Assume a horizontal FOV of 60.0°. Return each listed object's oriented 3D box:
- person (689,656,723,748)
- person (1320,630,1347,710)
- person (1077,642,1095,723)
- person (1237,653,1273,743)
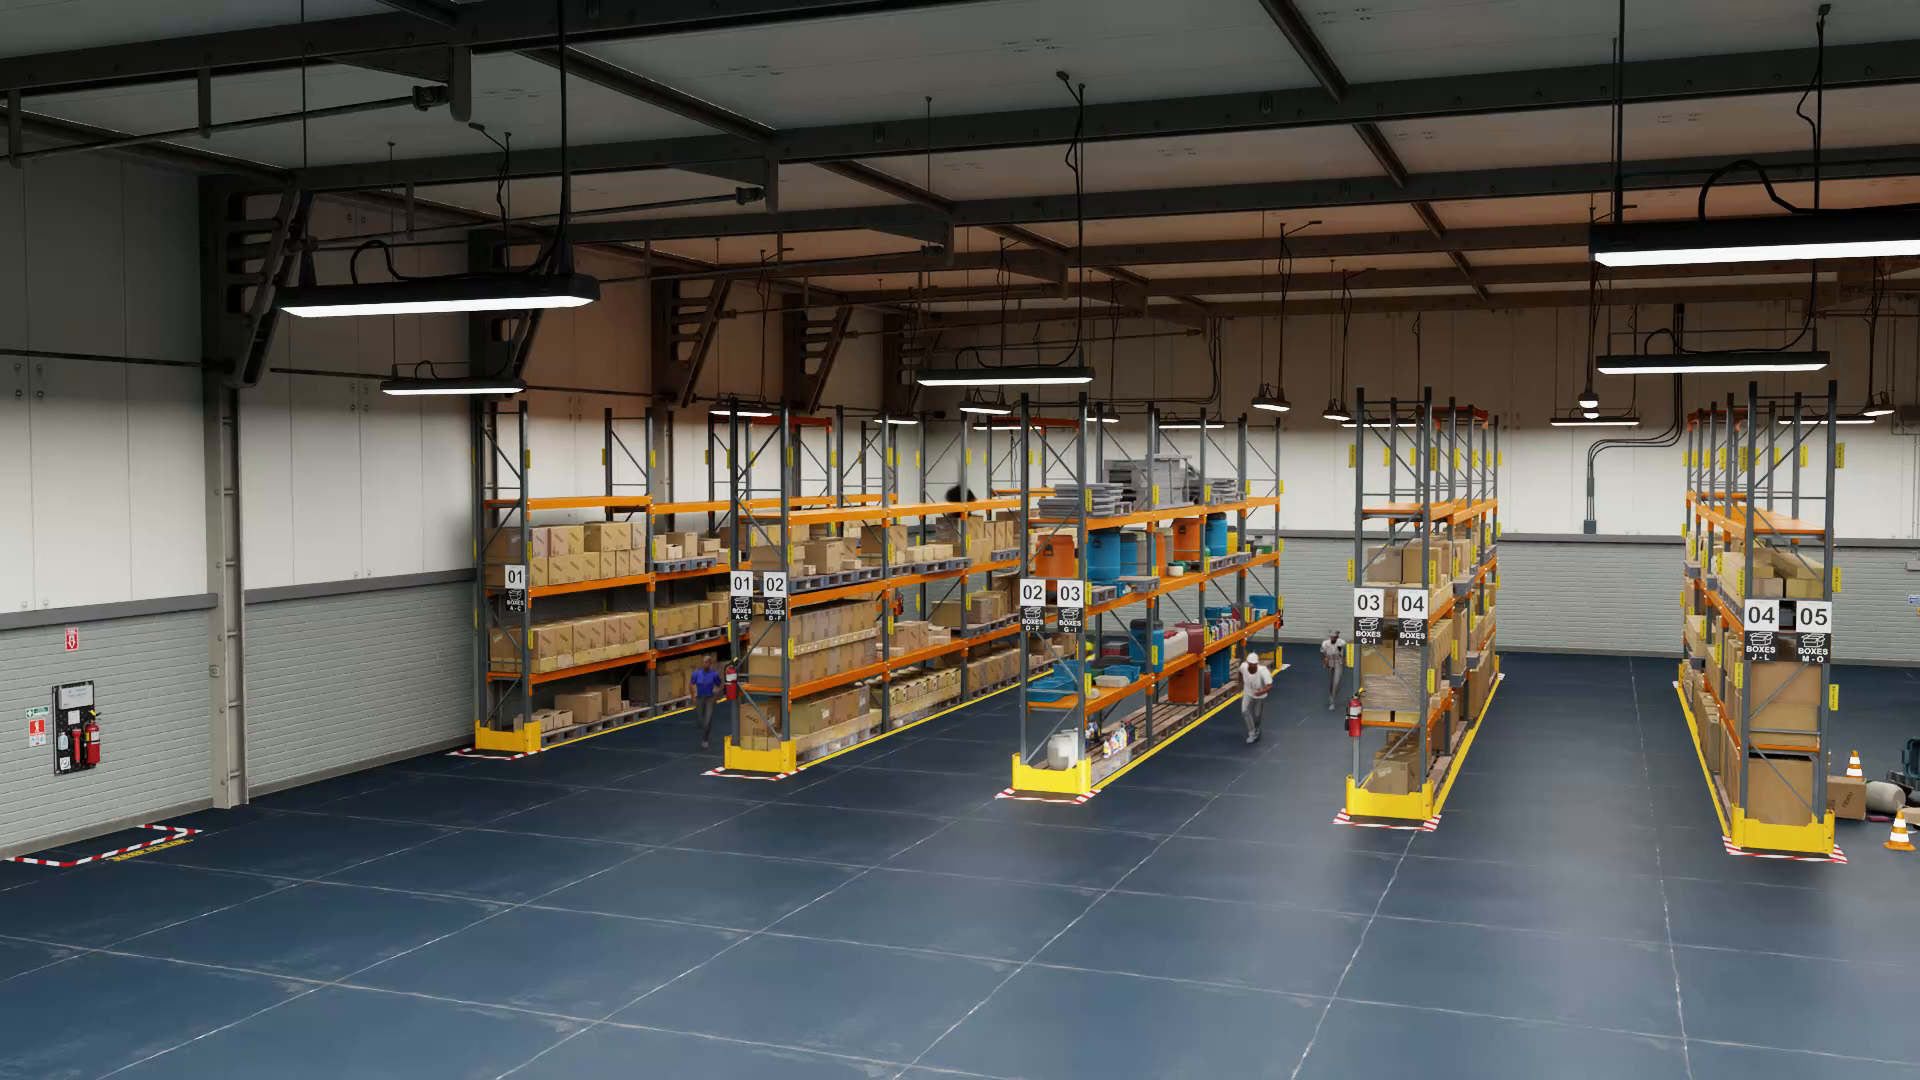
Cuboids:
[{"bbox_3d":[-4.423,2.803,28.994,0.573,1.596,0.529,0,3,-1],"label":"person"},{"bbox_3d":[7.574,2.587,33.642,0.601,1.636,0.959,0,3,8],"label":"person"},{"bbox_3d":[2.303,2.694,30.599,0.650,1.672,0.901,0,3,-9],"label":"person"},{"bbox_3d":[5.228,2.750,29.426,0.715,1.595,1.077,1,3,22],"label":"person"}]
